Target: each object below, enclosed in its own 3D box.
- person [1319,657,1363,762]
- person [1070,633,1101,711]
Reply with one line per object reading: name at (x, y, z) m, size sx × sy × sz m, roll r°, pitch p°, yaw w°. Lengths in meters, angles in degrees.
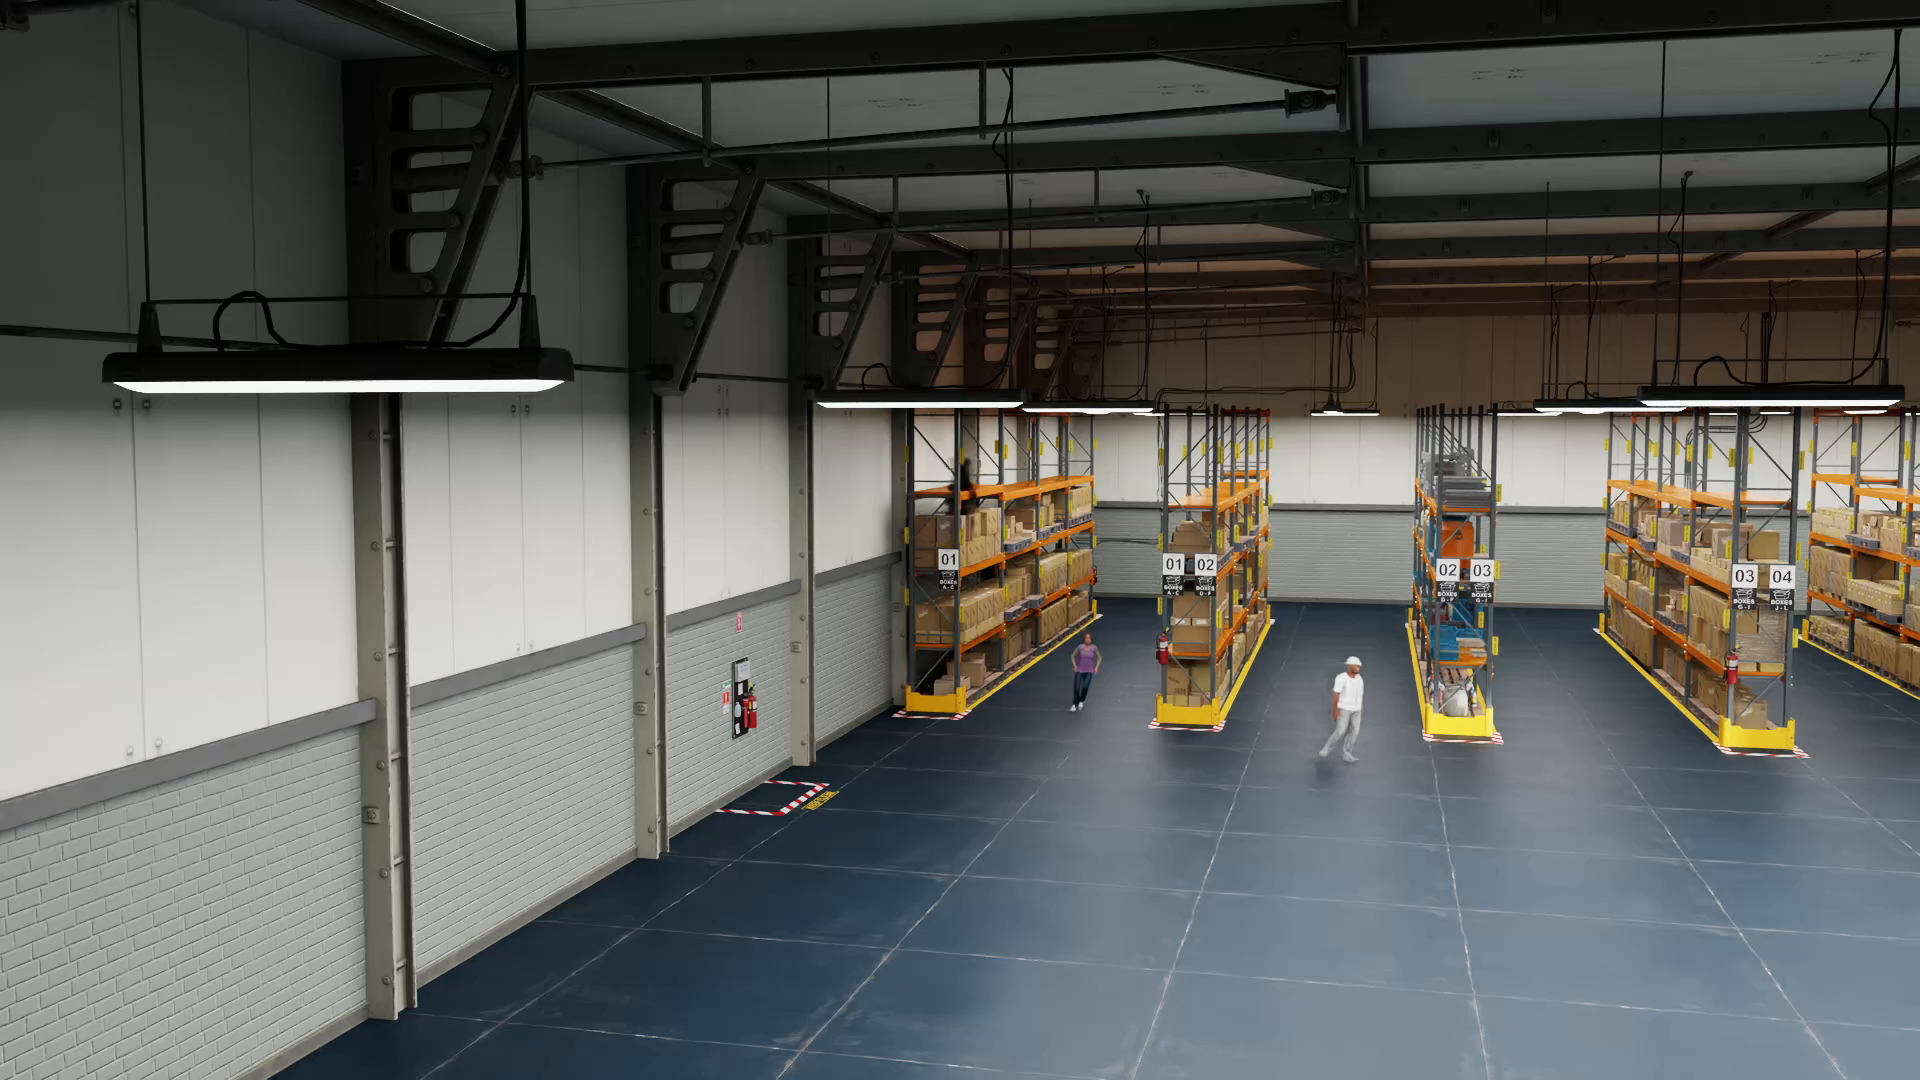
person at (6.388, 2.820, 27.779) m, size 0.763 × 1.757 × 0.514 m, roll -2°, pitch 5°, yaw -29°
person at (2.444, 2.583, 32.439) m, size 0.608 × 1.539 × 0.547 m, roll 1°, pitch 4°, yaw 8°
